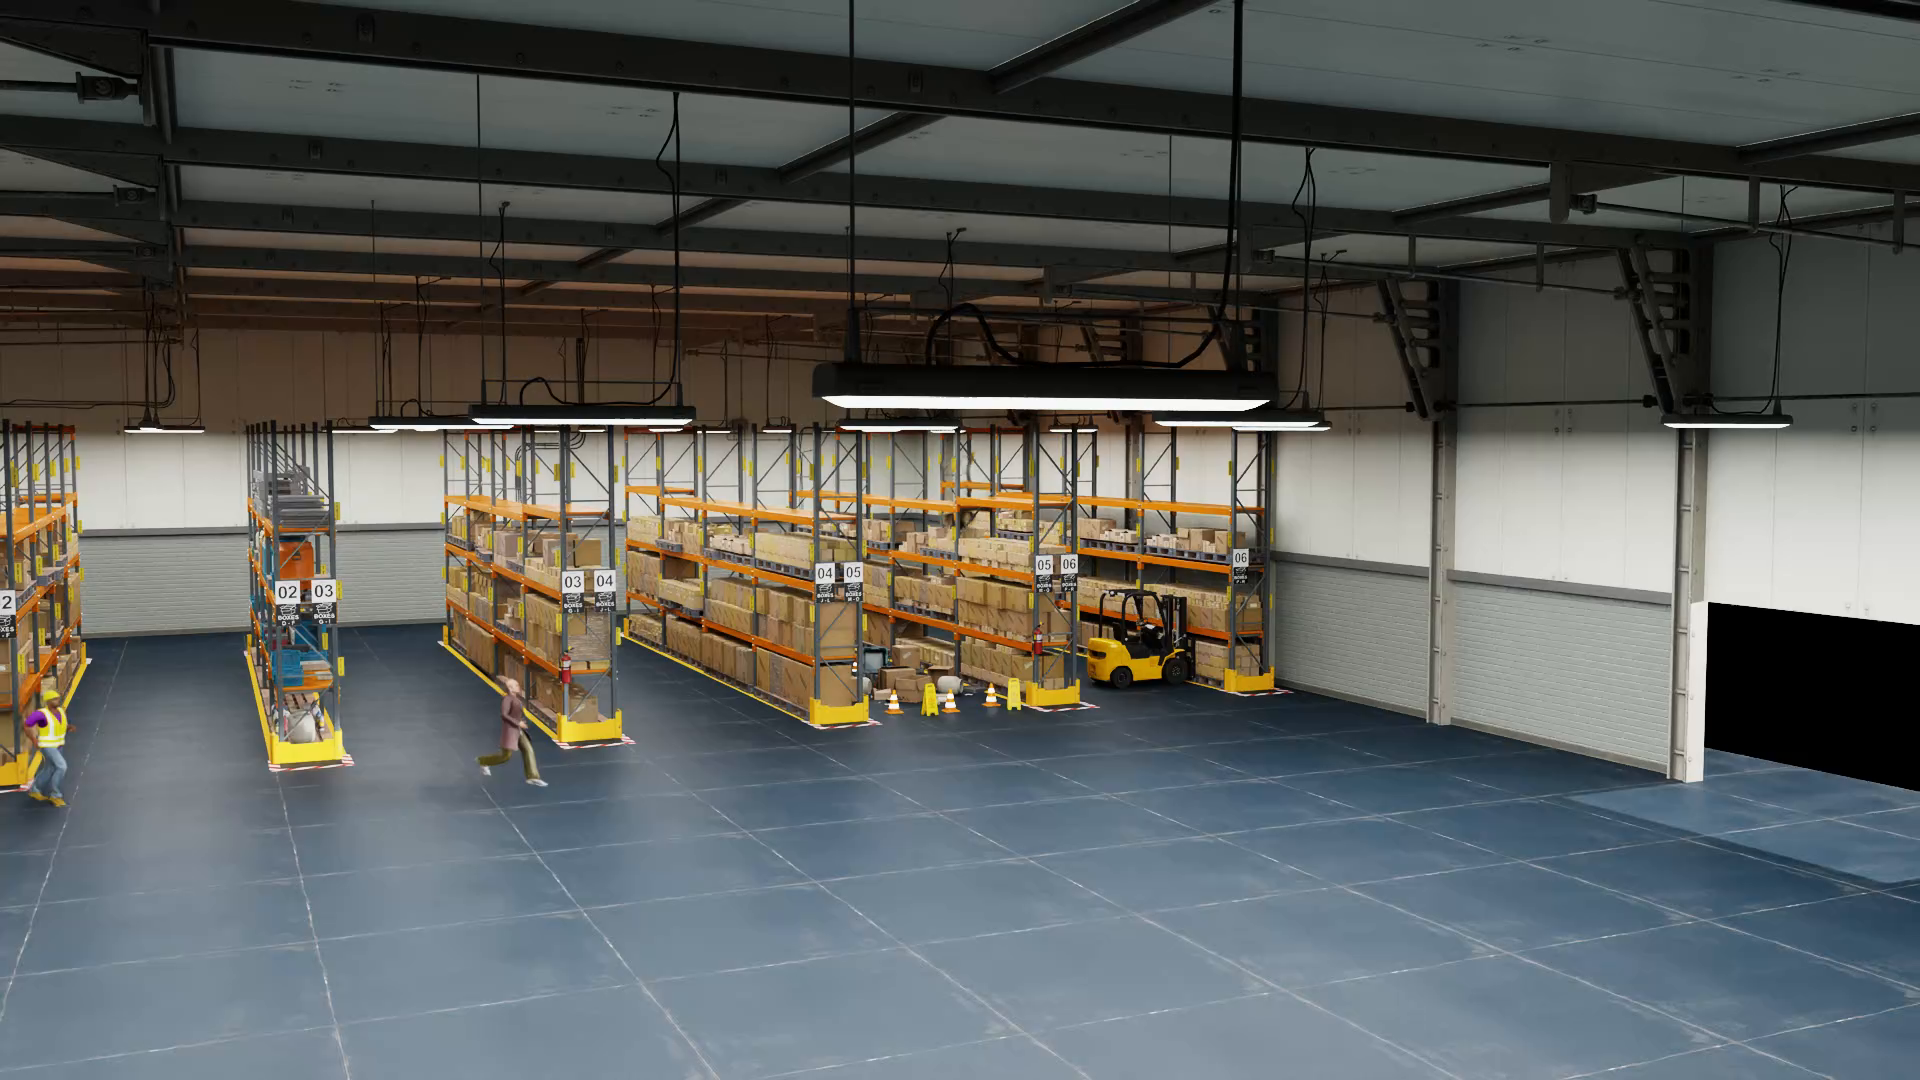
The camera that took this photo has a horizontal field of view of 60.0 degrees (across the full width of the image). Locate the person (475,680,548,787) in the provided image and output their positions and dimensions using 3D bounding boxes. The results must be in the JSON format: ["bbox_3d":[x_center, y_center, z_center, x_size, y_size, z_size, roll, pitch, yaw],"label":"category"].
[{"bbox_3d":[-7.337,3.166,27.147,1.186,1.777,0.680,0,4,7],"label":"person"}]

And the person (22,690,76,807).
[{"bbox_3d":[-14.116,3.236,25.802,0.770,1.827,0.681,0,4,6],"label":"person"}]

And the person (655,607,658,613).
[{"bbox_3d":[-8.766,1.841,48.948,0.784,1.692,0.634,1,4,8],"label":"person"}]

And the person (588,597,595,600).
[{"bbox_3d":[-9.810,2.011,45.103,0.645,1.843,0.773,-2,4,-25],"label":"person"}]
